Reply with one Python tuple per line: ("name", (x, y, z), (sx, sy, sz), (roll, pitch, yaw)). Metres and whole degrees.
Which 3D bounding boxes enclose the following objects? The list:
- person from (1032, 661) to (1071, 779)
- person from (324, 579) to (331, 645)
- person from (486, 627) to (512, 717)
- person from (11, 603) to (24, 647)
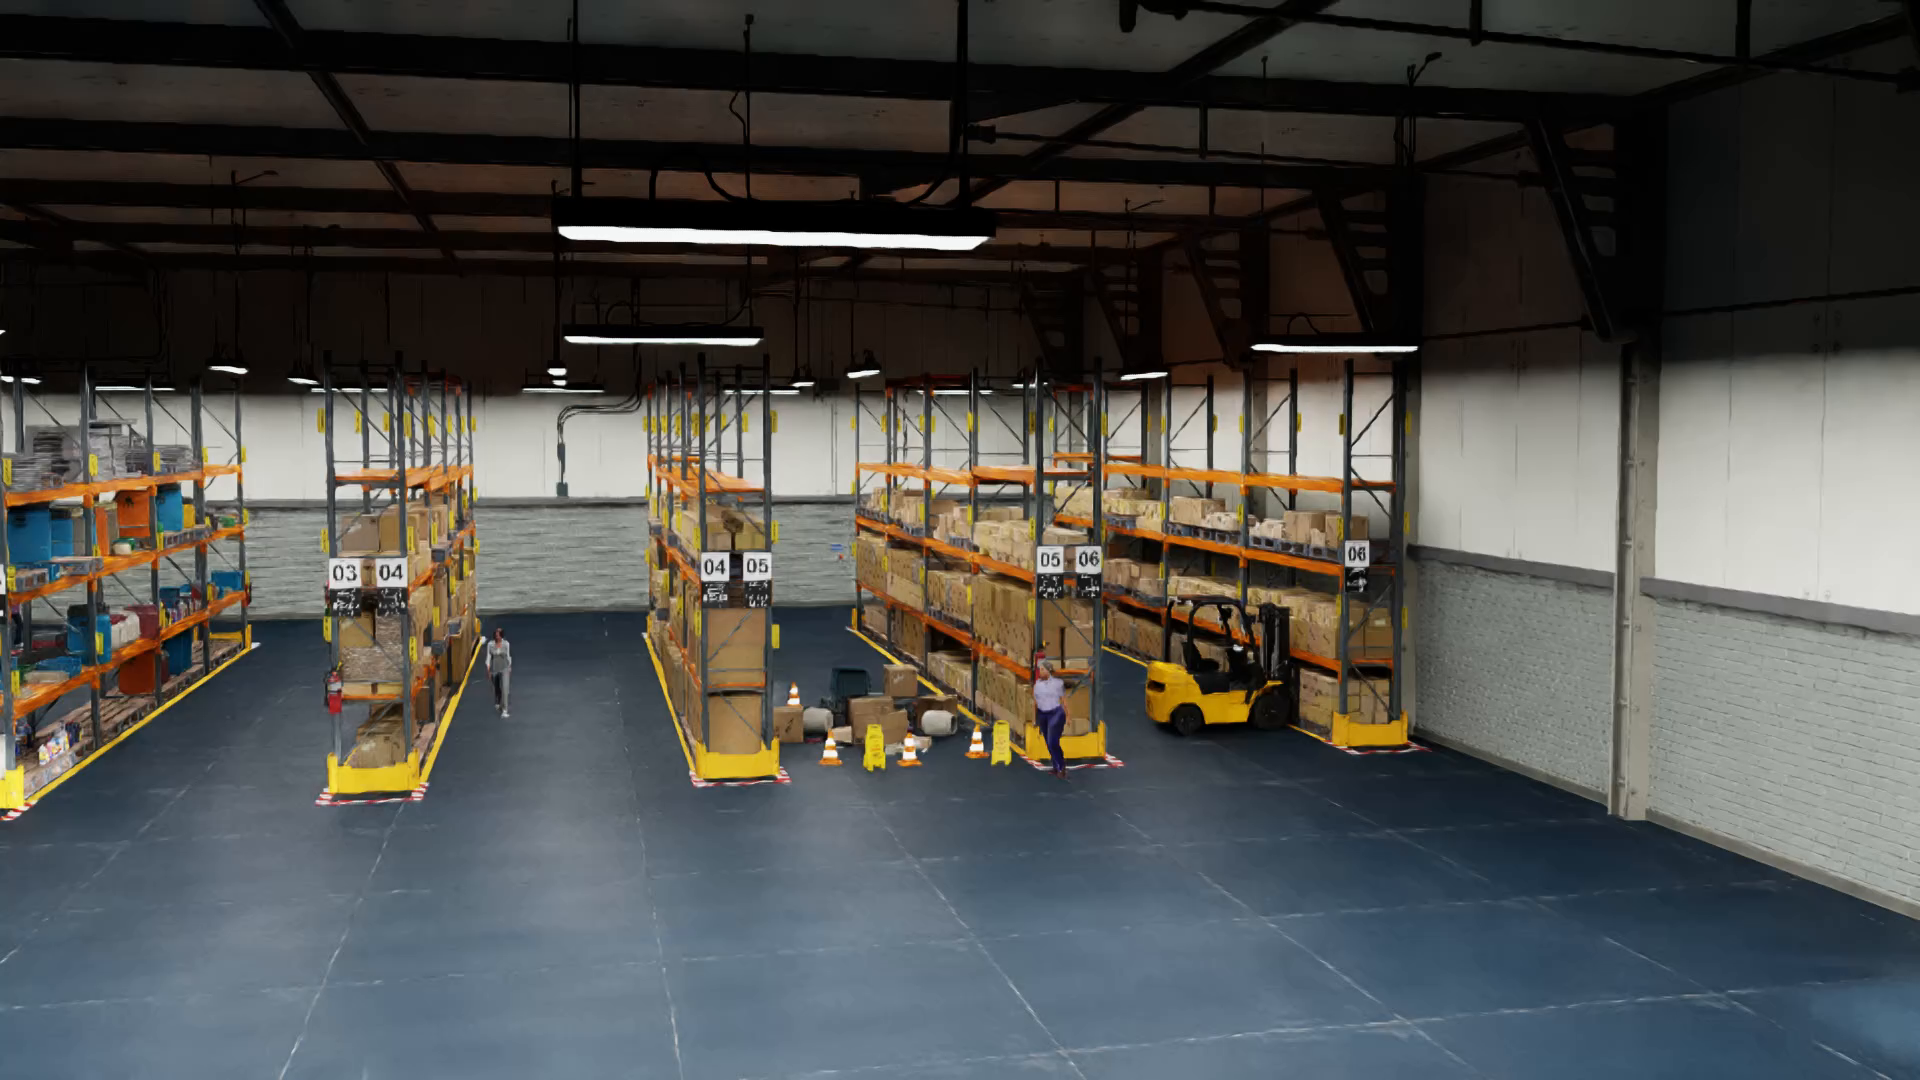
("person", (1.319, 2.536, 23.665), (0.604, 1.645, 0.477), (3, 5, 39))
("person", (-14.255, 1.492, 37.982), (0.565, 1.736, 1.043), (-1, 4, -14))
("person", (-7.928, 2.242, 28.574), (0.417, 1.517, 1.037), (-1, 4, -11))
("person", (-21.198, 1.622, 37.155), (0.501, 1.579, 0.504), (1, 4, 18))
